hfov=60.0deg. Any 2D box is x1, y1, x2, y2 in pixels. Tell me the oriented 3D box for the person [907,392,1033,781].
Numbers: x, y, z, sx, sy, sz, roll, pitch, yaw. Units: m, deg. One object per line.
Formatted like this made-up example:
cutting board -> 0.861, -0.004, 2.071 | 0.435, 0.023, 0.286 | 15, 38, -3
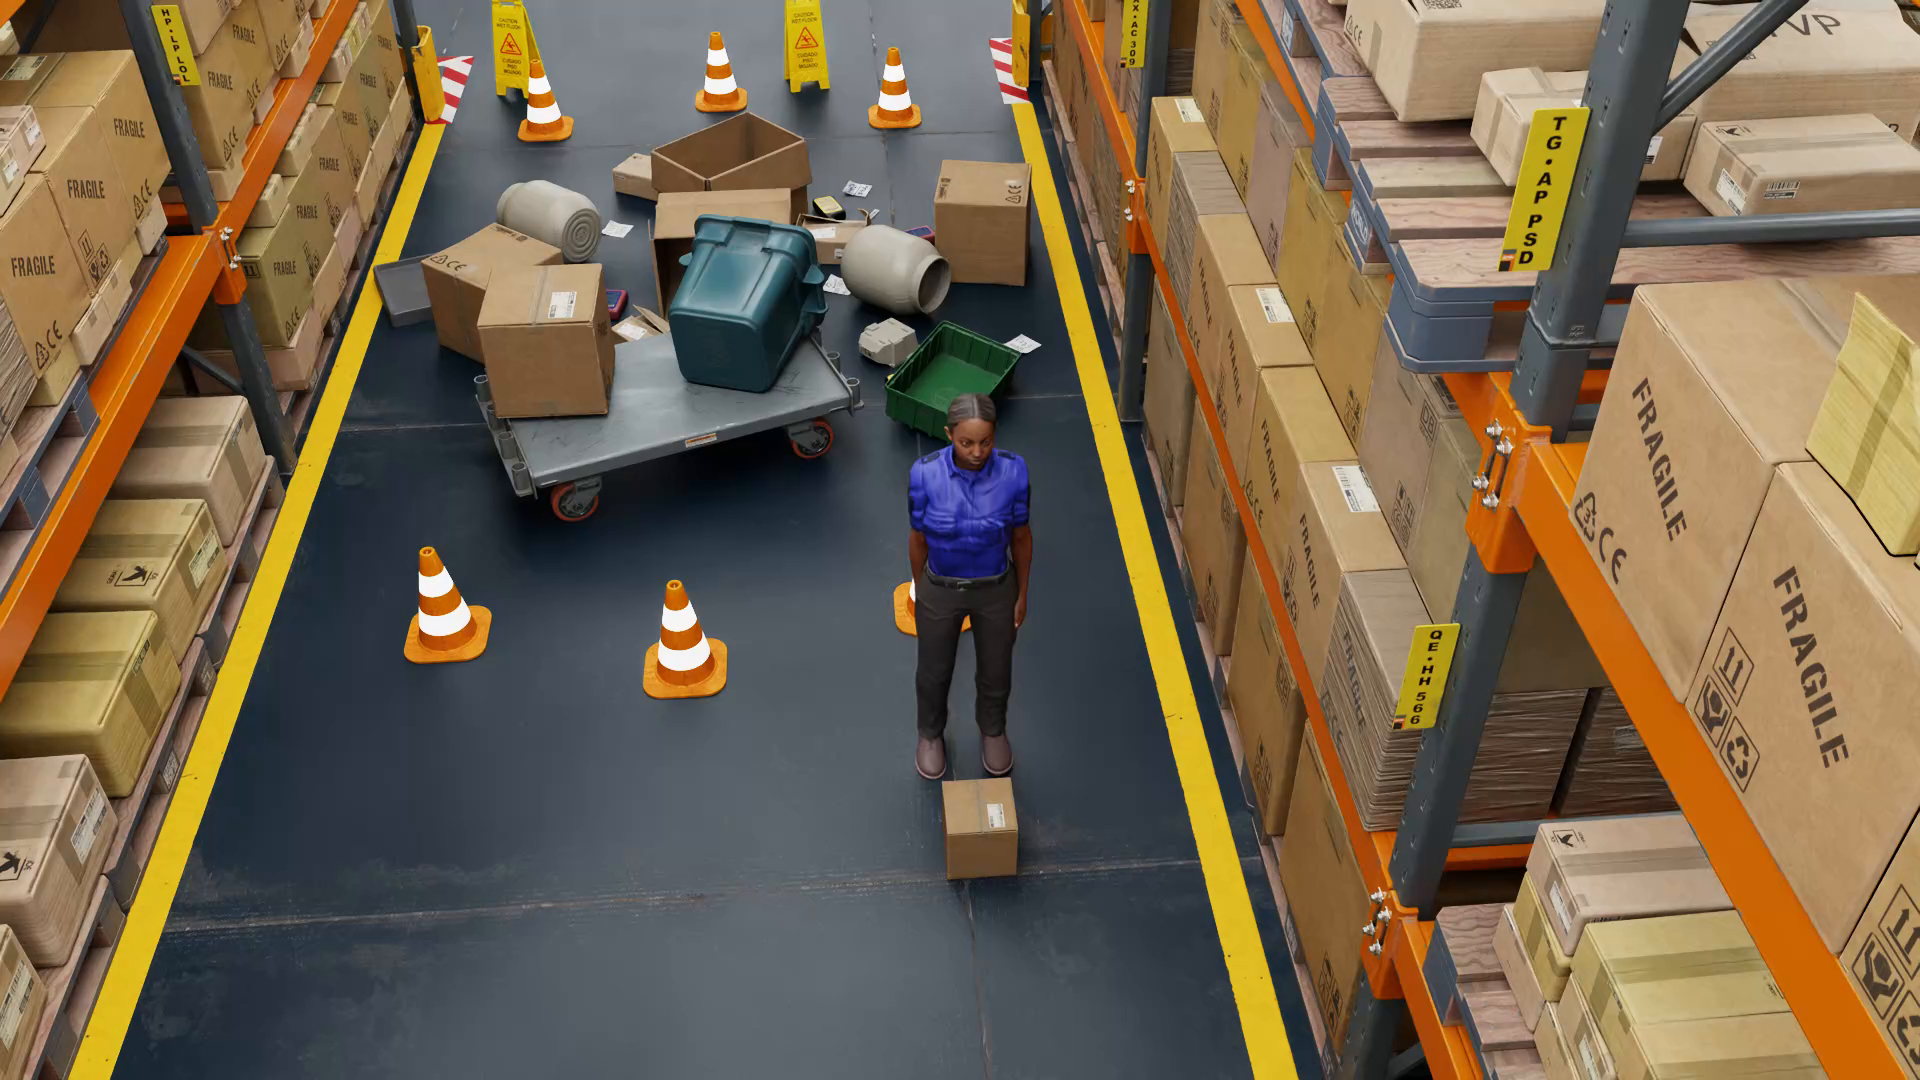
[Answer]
person -> 0.038, 0.183, 5.942 | 0.436, 1.660, 0.301 | -2, 39, -3
